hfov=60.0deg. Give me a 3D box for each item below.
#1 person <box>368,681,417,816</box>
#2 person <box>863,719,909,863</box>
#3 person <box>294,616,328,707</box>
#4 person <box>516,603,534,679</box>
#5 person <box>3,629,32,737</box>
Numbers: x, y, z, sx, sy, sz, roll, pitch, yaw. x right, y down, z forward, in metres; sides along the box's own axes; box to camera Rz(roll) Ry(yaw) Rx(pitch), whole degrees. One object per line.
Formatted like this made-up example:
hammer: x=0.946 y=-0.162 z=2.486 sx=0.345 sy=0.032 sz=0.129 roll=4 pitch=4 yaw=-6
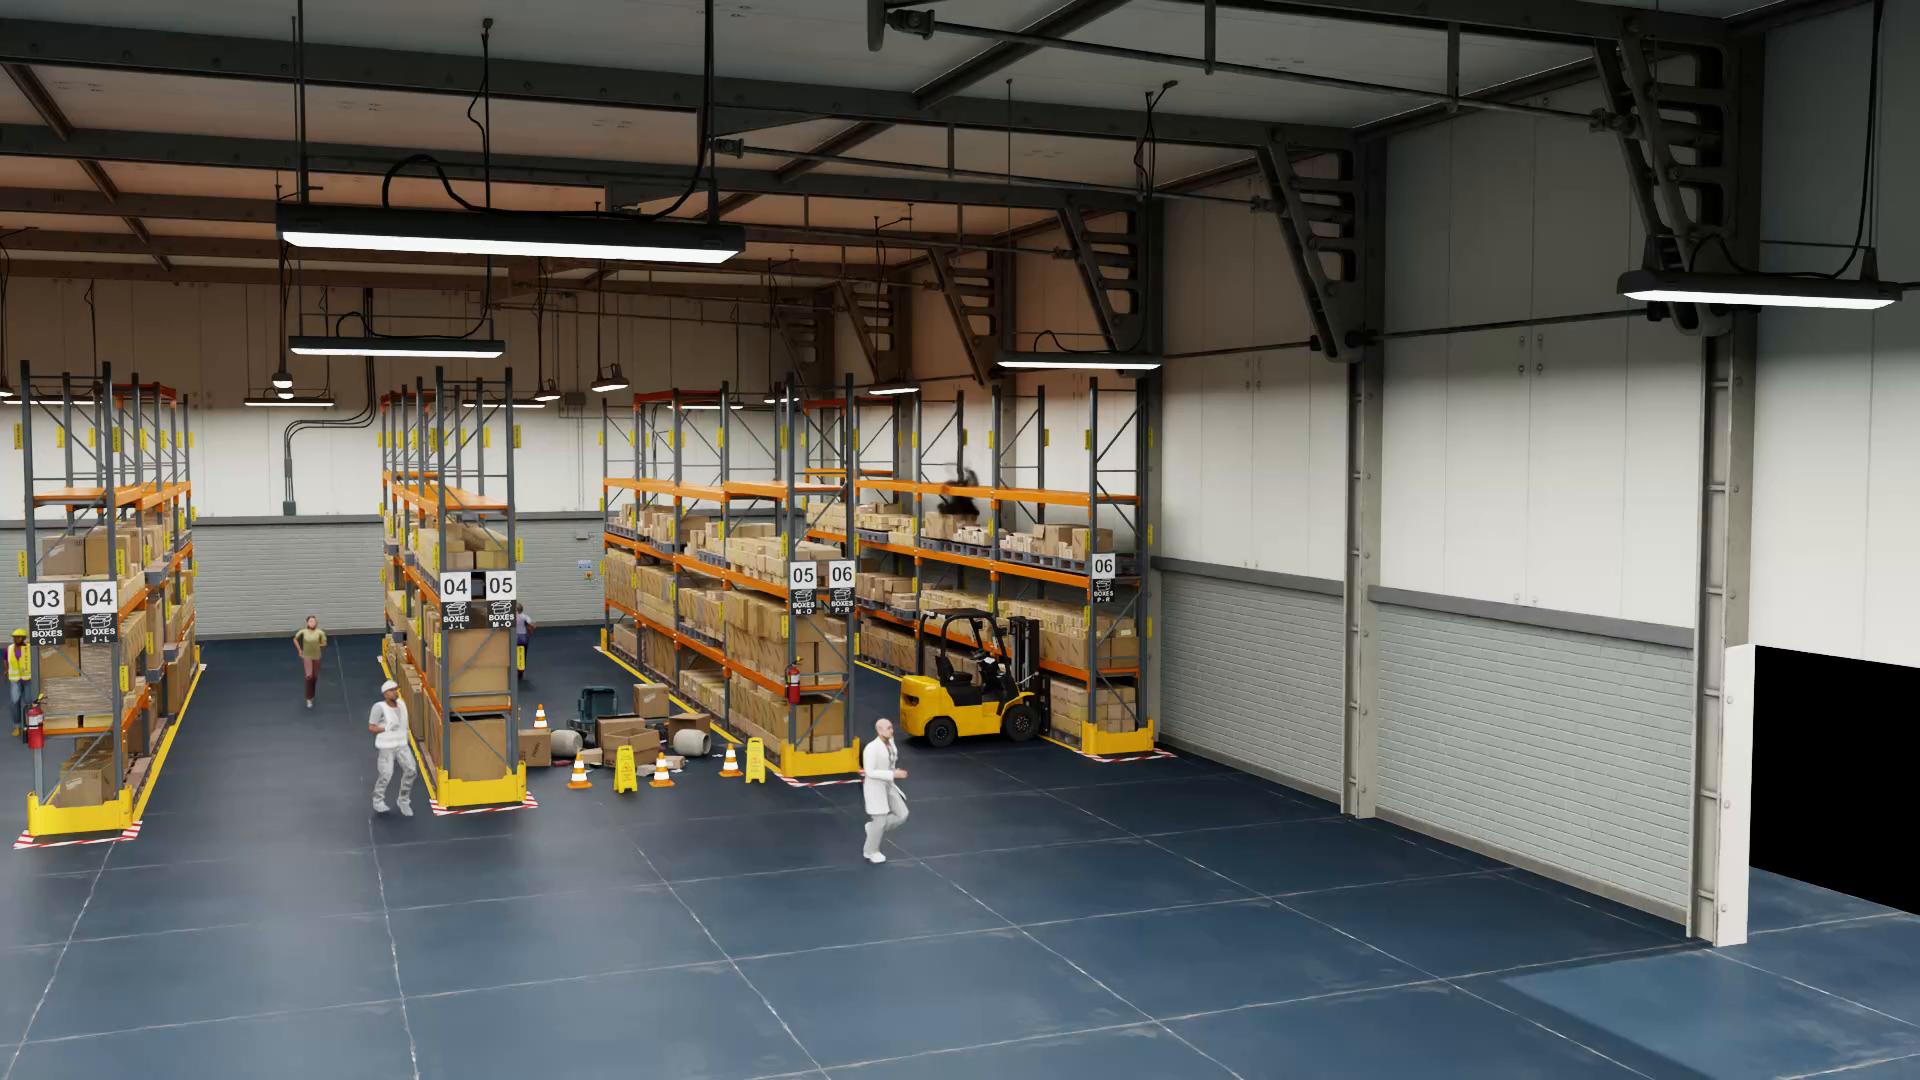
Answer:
person: x=-7.540 y=2.789 z=22.137 sx=0.665 sy=1.837 sz=0.667 roll=3 pitch=4 yaw=37
person: x=-0.875 y=2.955 z=19.592 sx=0.724 sy=1.728 sz=0.761 roll=2 pitch=4 yaw=32
person: x=-12.256 y=2.282 z=31.441 sx=0.559 sy=1.726 sz=0.737 roll=-2 pitch=4 yaw=-33
person: x=-9.145 y=2.136 z=34.436 sx=0.577 sy=1.652 sz=1.065 roll=-2 pitch=4 yaw=-26
person: x=-15.967 y=2.409 z=28.387 sx=0.690 sy=1.814 sz=0.832 roll=-1 pitch=4 yaw=-18
